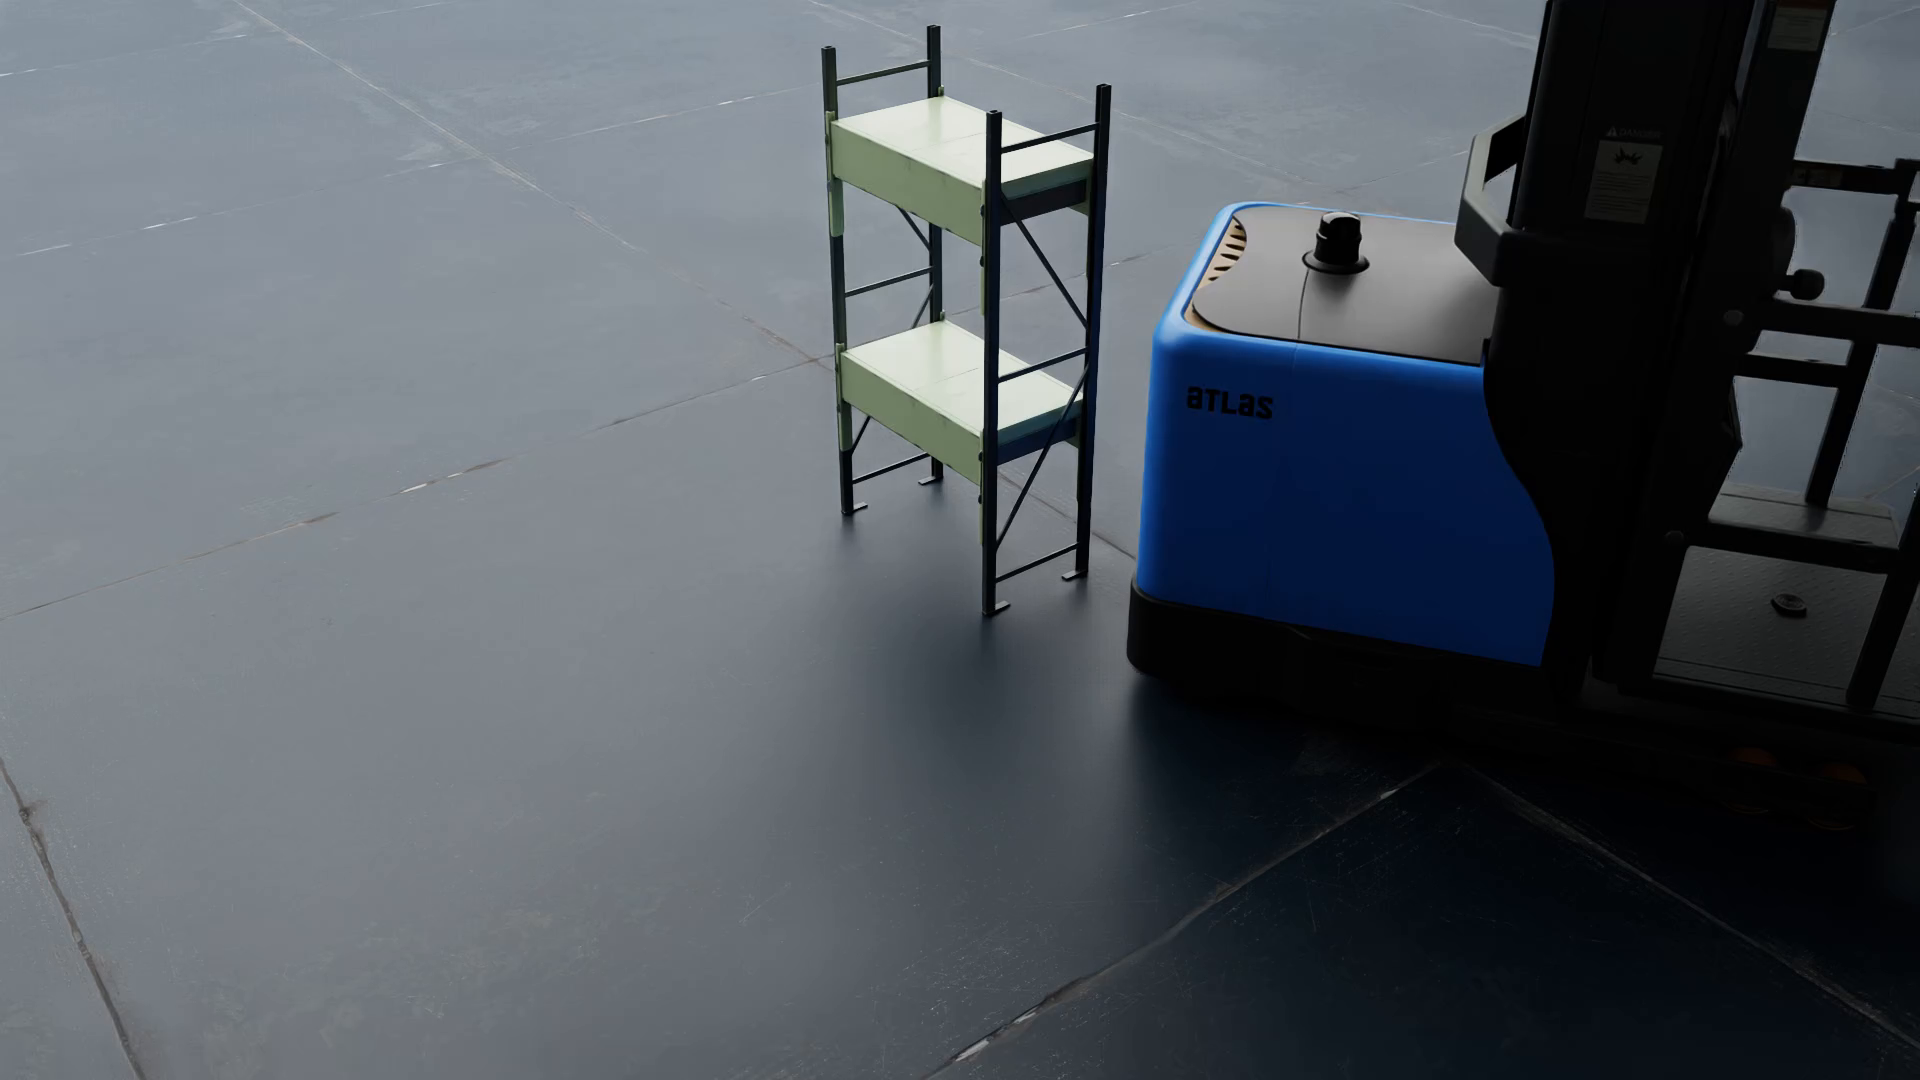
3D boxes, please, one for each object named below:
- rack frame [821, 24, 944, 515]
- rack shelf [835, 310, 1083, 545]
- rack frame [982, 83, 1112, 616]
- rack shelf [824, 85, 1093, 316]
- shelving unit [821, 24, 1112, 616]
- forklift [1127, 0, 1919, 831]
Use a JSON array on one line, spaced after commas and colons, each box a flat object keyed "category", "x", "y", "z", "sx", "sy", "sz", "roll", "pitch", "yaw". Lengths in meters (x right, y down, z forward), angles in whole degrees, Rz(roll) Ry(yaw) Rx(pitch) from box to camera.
[{"category": "rack frame", "x": -0.220, "y": -0.787, "z": 5.095, "sx": 0.400, "sy": 1.500, "sz": 0.023, "roll": -22, "pitch": 38, "yaw": -31}, {"category": "rack shelf", "x": 0.004, "y": -0.357, "z": 5.022, "sx": 0.431, "sy": 0.370, "sz": 0.720, "roll": -22, "pitch": 38, "yaw": -31}, {"category": "rack frame", "x": 0.229, "y": -0.482, "z": 4.604, "sx": 0.400, "sy": 1.500, "sz": 0.023, "roll": -22, "pitch": 38, "yaw": -31}, {"category": "rack shelf", "x": 0.004, "y": -0.966, "z": 4.644, "sx": 0.431, "sy": 0.370, "sz": 0.720, "roll": -22, "pitch": 38, "yaw": -31}, {"category": "shelving unit", "x": 0.004, "y": -0.634, "z": 4.850, "sx": 0.431, "sy": 1.500, "sz": 0.755, "roll": -22, "pitch": 38, "yaw": -31}, {"category": "forklift", "x": 2.036, "y": -0.845, "z": 3.833, "sx": 3.031, "sy": 2.935, "sz": 1.130, "roll": 10, "pitch": 33, "yaw": 15}]
